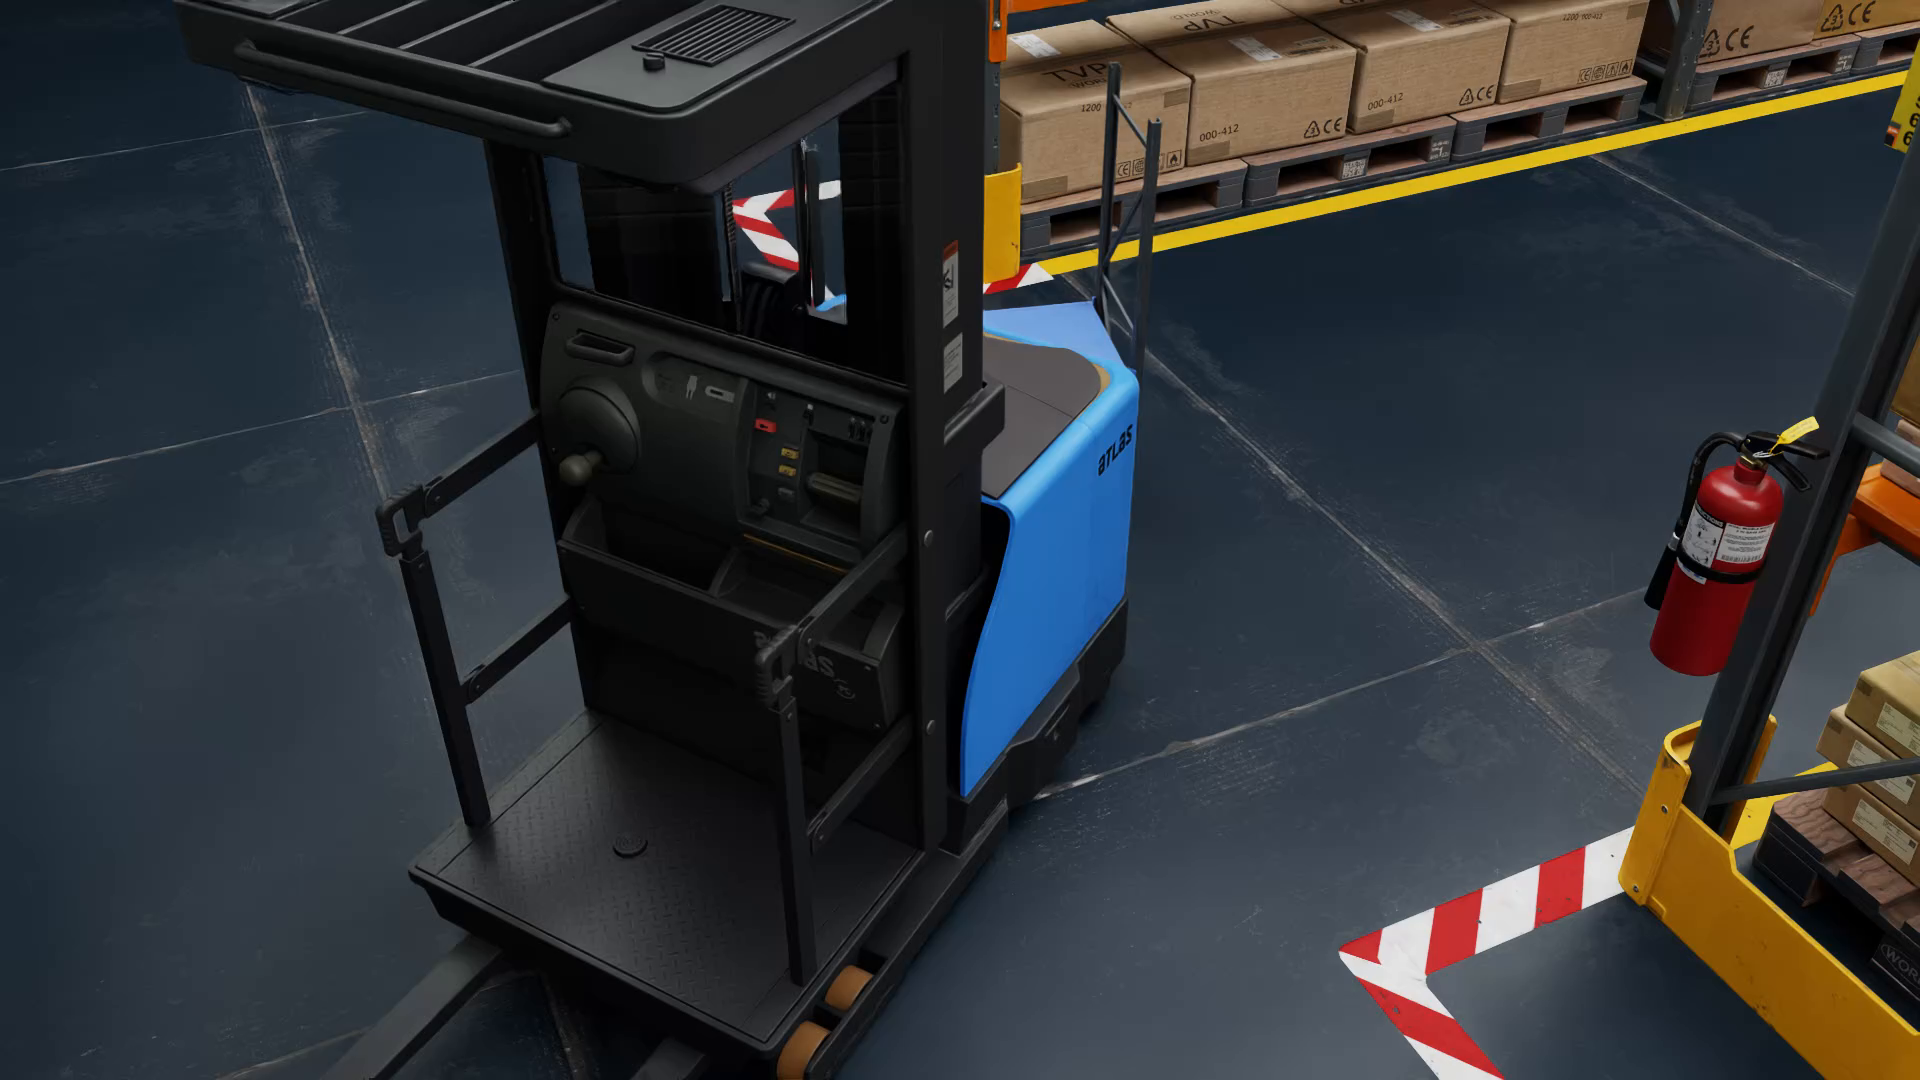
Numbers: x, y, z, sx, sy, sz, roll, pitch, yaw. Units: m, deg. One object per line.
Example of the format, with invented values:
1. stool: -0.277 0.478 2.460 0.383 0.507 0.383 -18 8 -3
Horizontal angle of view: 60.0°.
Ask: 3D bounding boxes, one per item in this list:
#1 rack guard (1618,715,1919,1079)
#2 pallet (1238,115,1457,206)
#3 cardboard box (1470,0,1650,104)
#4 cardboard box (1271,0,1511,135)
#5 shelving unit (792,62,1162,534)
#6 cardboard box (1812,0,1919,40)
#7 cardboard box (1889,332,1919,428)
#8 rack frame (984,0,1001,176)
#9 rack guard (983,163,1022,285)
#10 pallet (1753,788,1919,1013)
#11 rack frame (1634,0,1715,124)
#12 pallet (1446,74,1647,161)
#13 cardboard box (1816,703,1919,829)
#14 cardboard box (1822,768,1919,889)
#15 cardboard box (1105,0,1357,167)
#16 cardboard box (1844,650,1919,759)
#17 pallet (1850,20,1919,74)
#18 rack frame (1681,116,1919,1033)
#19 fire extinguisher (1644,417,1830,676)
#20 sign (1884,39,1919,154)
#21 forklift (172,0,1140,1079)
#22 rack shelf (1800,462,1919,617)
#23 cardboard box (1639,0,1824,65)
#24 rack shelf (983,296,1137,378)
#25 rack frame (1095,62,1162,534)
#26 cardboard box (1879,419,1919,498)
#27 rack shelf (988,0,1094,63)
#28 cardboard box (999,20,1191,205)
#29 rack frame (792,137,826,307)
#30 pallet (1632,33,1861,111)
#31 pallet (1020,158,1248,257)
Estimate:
1. rack guard: 2.165 0.980 4.009 0.348 0.500 1.175 -16 39 -20
2. pallet: 1.695 -2.080 8.377 1.213 0.211 1.003 -16 39 -20
3. cardboard box: 2.909 -2.700 8.670 0.875 0.438 0.875 -16 40 -21
4. cardboard box: 2.098 -2.473 8.364 0.875 0.438 0.875 -17 40 -21
5. shelving unit: 0.033 -0.712 5.450 1.048 1.500 0.538 -6 37 -9
6. cardboard box: 4.864 -3.410 9.260 0.875 0.875 0.875 -14 39 -19
7. cardboard box: 2.394 -0.417 3.461 0.500 0.500 0.500 -15 39 -19
8. rack frame: -0.098 -2.649 6.803 0.127 3.000 1.000 -16 39 -20
9. rack guard: -0.120 -1.639 7.540 0.348 0.500 1.175 -16 39 -20
10. pallet: 2.915 0.909 4.347 1.213 0.211 1.003 -16 39 -20
11. rack frame: 3.523 -3.661 8.168 0.127 3.000 1.000 -16 39 -20
12. pallet: 2.801 -2.391 8.796 1.213 0.211 1.003 -16 39 -20
13. cardboard box: 2.453 0.564 4.262 0.250 0.149 0.380 -17 40 -21
14. cardboard box: 2.484 0.726 4.294 0.250 0.149 0.380 -15 39 -19
15. cardboard box: 1.281 -2.246 8.058 0.875 0.438 0.875 -15 39 -19
16. cardboard box: 2.468 0.462 4.151 0.250 0.149 0.380 -15 39 -19
17. pallet: 5.295 -3.088 9.737 1.213 0.211 1.003 -16 39 -20
18. rack frame: 2.096 -0.005 3.239 0.127 3.000 1.000 -16 39 -20
19. fire extinguisher: 1.672 -0.009 3.622 0.183 0.674 0.296 -16 39 -20
20. sign: 1.879 -0.901 3.210 0.005 0.325 0.100 -16 39 -20
21. forklift: -0.655 -0.173 3.523 1.130 2.935 3.031 19 40 23
22. rack shelf: 3.907 -0.222 4.136 4.000 0.370 1.077 -16 39 -20
23. cardboard box: 4.050 -3.177 8.946 0.875 0.875 0.875 -14 39 -19
24. rack shelf: 0.033 -0.567 5.558 1.000 0.185 0.538 -6 37 -9
25. rack frame: 0.533 -0.768 5.527 0.032 1.500 0.500 -6 37 -9
26. cardboard box: 2.271 -0.139 3.630 0.250 0.149 0.380 -16 39 -20
27. rack shelf: 1.712 -2.866 7.700 4.000 0.370 1.077 -16 39 -20
28. cardboard box: 0.457 -2.009 7.739 0.875 0.438 0.875 -17 40 -21
29. rack frame: -0.466 -0.655 5.374 0.032 1.500 0.500 -6 37 -9
30. pallet: 4.189 -2.777 9.317 1.213 0.211 1.003 -16 39 -20
31. pallet: 0.592 -1.773 7.964 1.213 0.211 1.003 -16 39 -20
